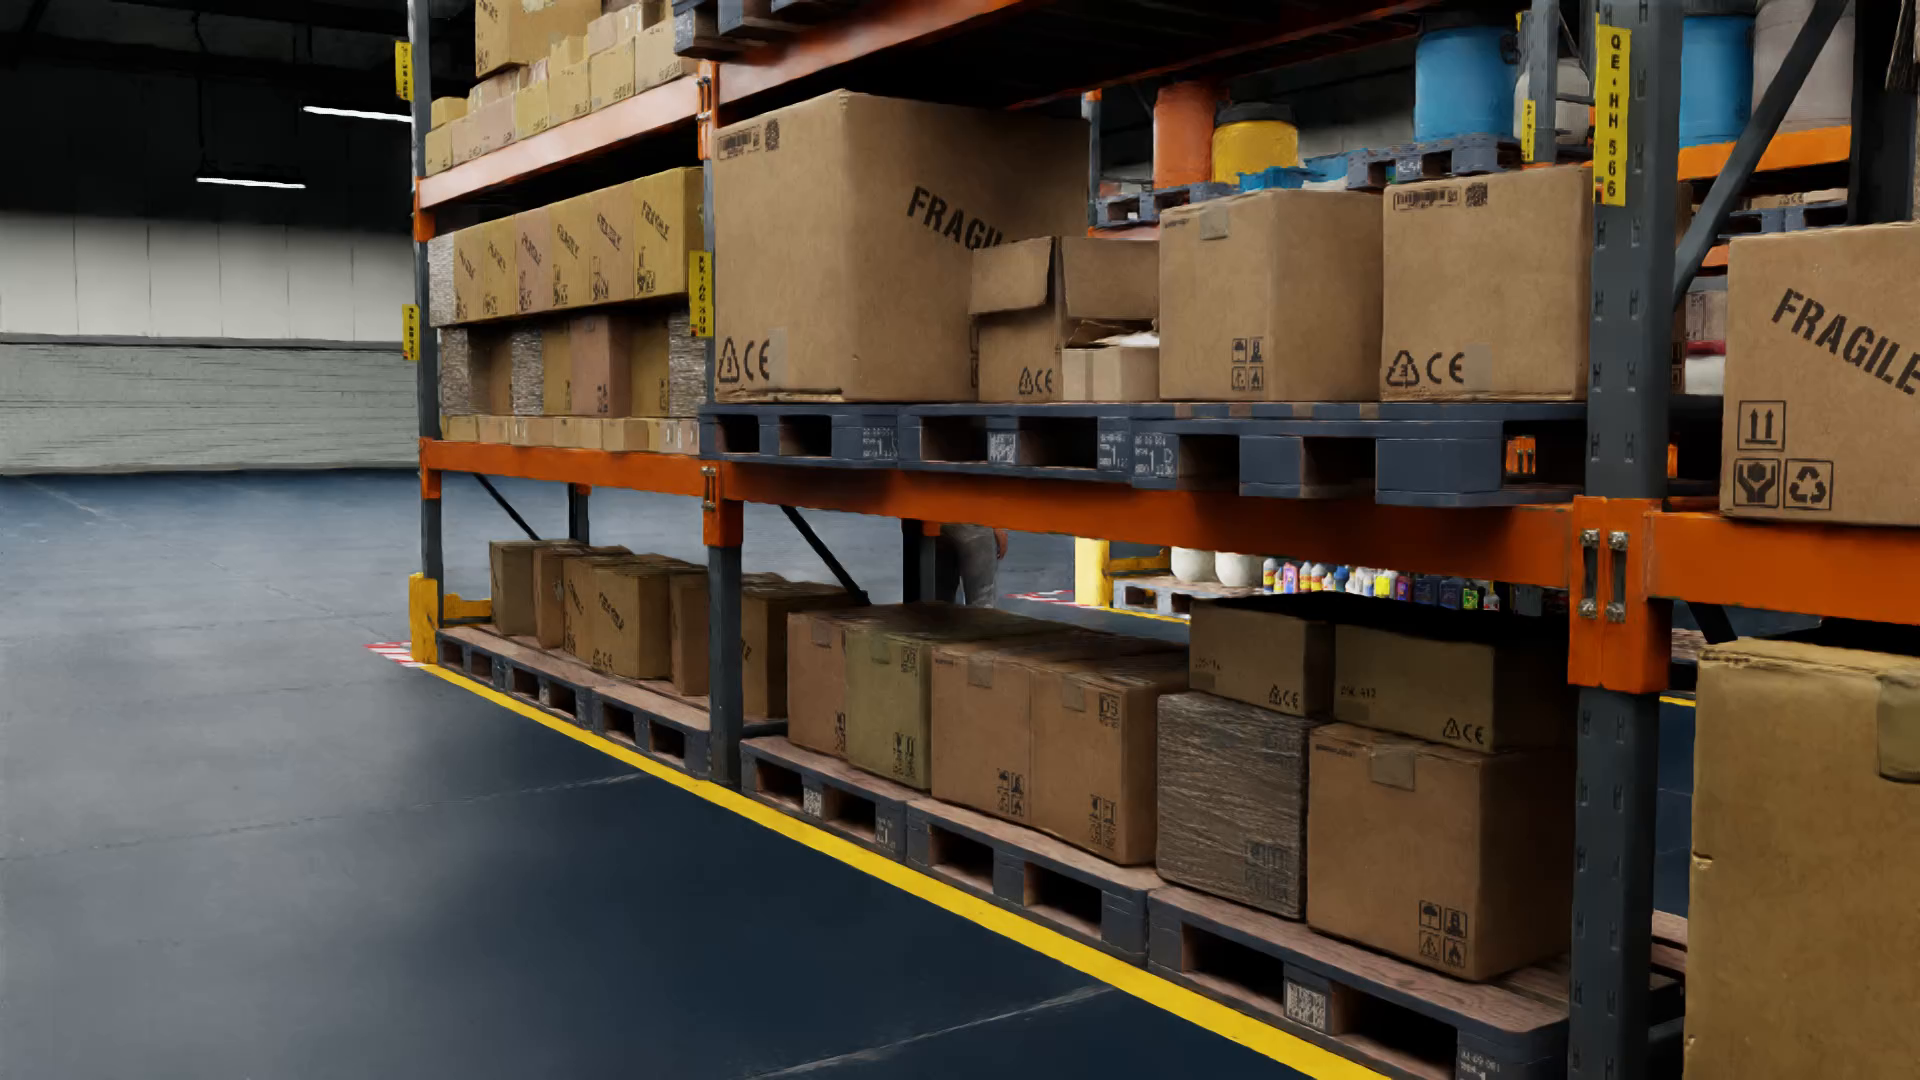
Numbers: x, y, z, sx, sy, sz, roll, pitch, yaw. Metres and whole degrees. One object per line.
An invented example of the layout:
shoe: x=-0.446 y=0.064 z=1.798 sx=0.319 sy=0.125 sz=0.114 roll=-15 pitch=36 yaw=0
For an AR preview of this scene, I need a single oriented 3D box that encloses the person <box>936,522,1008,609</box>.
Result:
person: x=0.016 y=-0.089 z=8.586 sx=0.395 sy=1.773 sz=0.548 roll=-4 pitch=6 yaw=-40
